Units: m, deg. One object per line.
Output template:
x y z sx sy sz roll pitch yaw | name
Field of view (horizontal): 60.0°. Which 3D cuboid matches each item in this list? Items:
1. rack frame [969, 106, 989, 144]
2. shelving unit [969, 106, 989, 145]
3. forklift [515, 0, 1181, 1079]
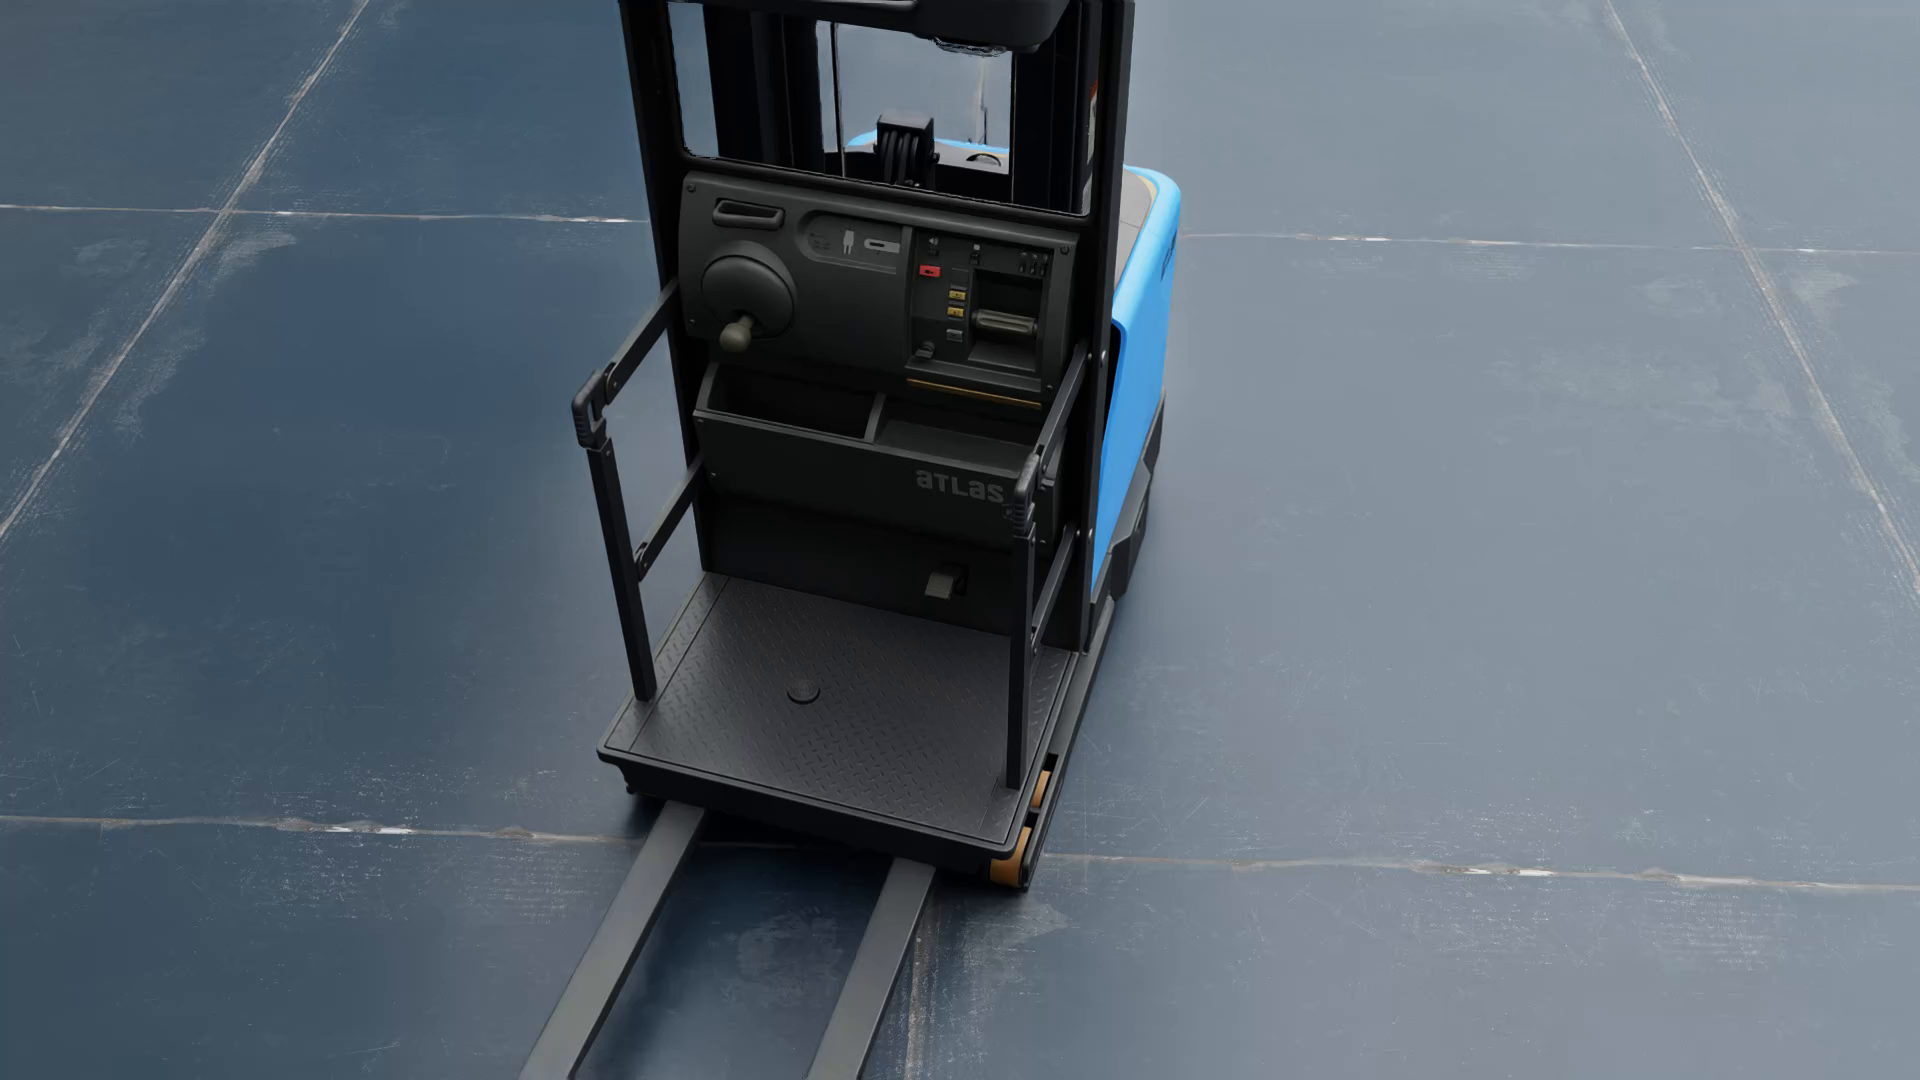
0.058 -0.896 5.442 0.008 1.050 0.200 11 44 12 | rack frame
0.176 -0.873 5.417 0.252 1.050 0.215 11 44 12 | shelving unit
-0.261 -0.487 3.623 1.130 2.935 3.031 12 44 12 | forklift
